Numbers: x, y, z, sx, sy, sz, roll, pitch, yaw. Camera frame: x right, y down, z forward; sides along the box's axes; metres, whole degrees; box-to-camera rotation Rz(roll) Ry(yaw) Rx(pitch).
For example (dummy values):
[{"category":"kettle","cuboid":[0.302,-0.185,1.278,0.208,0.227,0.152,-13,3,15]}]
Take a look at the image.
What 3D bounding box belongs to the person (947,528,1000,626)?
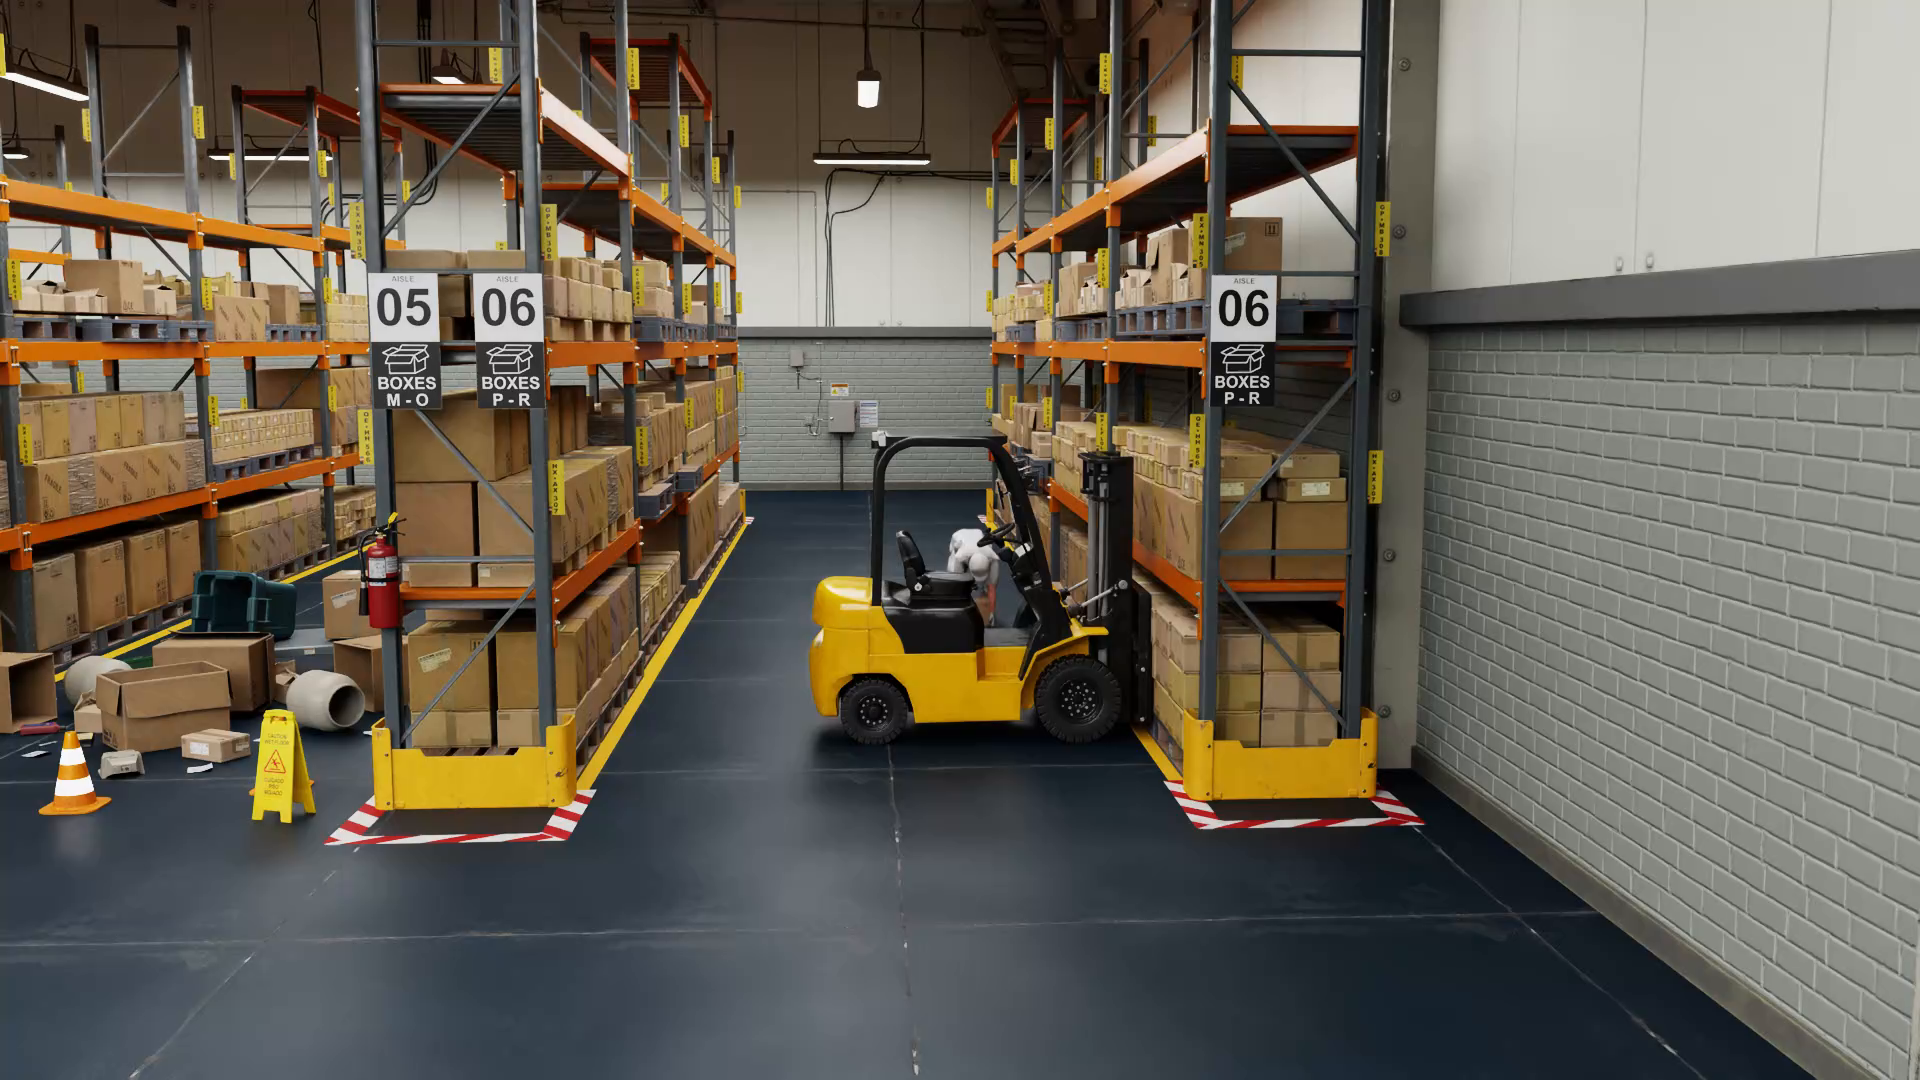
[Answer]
[{"category":"person","cuboid":[0.147,0.371,16.751,0.531,0.925,0.954,-1,7,-6]}]
